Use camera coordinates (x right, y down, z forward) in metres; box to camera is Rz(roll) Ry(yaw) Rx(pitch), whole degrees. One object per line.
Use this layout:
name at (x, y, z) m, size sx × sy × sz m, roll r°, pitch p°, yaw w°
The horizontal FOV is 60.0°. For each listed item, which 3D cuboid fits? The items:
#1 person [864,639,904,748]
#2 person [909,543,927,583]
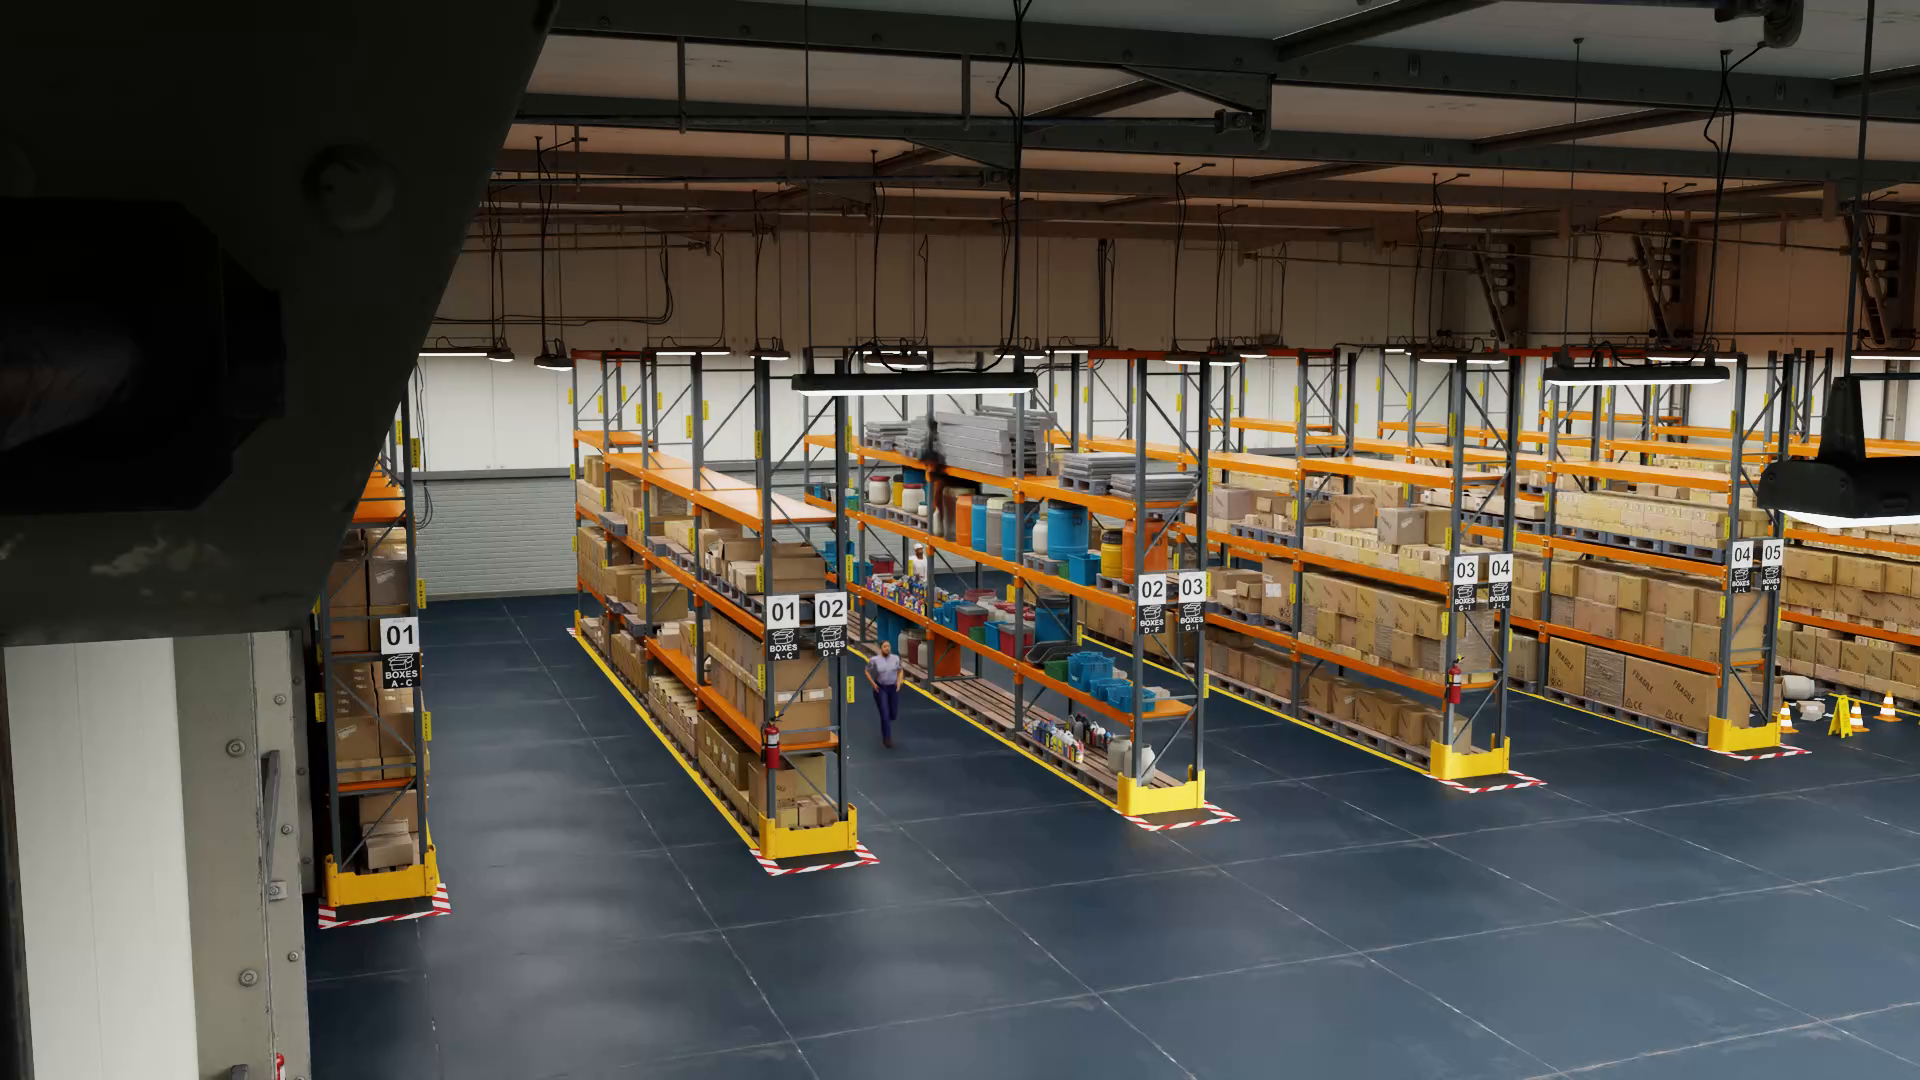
person at (-1.167, 2.338, 25.774) m, size 0.618 × 1.629 × 0.742 m, roll -3°, pitch 8°, yaw -21°
person at (-0.866, 0.917, 36.605) m, size 0.734 × 1.715 × 0.534 m, roll -5°, pitch 9°, yaw -37°
